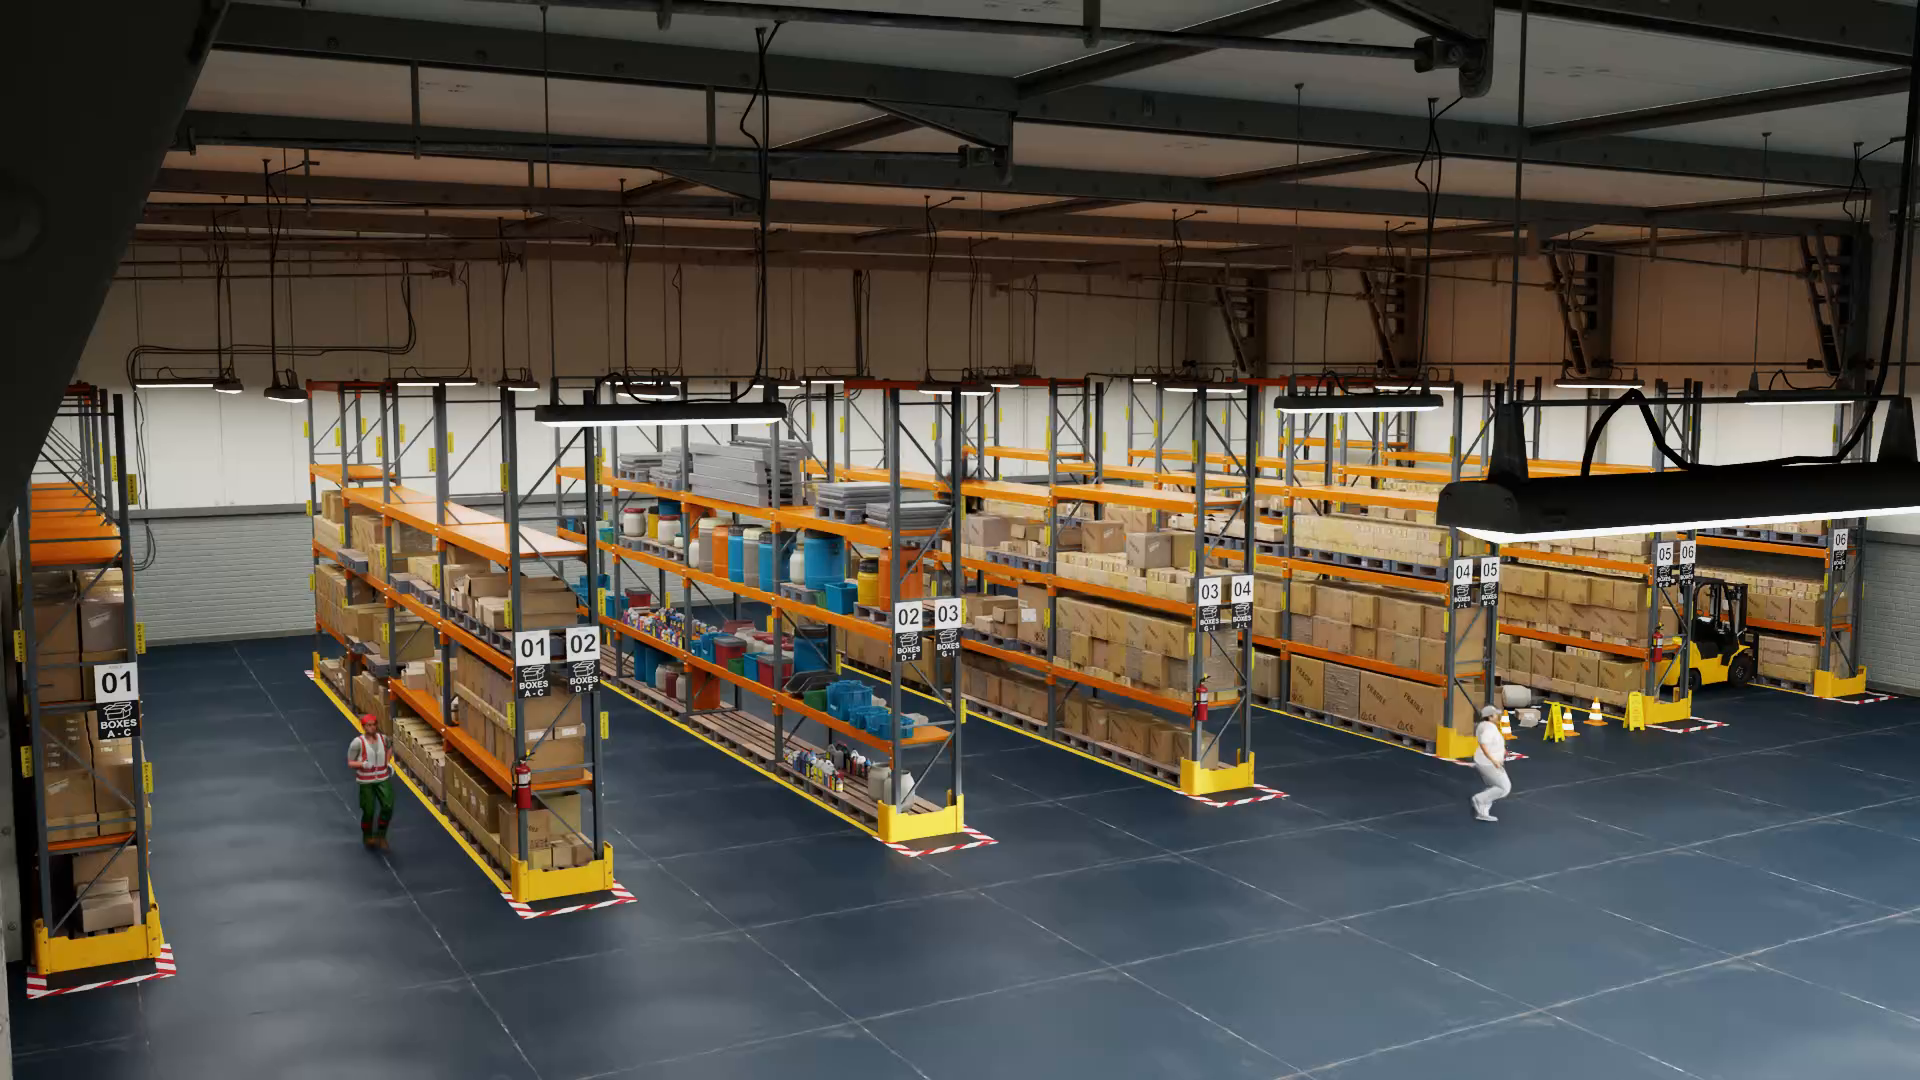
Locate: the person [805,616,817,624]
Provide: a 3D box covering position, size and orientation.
[{"bbox_3d":[-2.807,2.169,31.404,0.559,1.654,0.658,-5,8,-37],"label":"person"}]

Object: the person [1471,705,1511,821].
[{"bbox_3d":[7.330,3.090,22.983,0.547,1.624,0.607,0,6,2],"label":"person"}]

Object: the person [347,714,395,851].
[{"bbox_3d":[-7.596,3.156,21.578,0.635,1.809,0.681,-5,8,-37],"label":"person"}]
